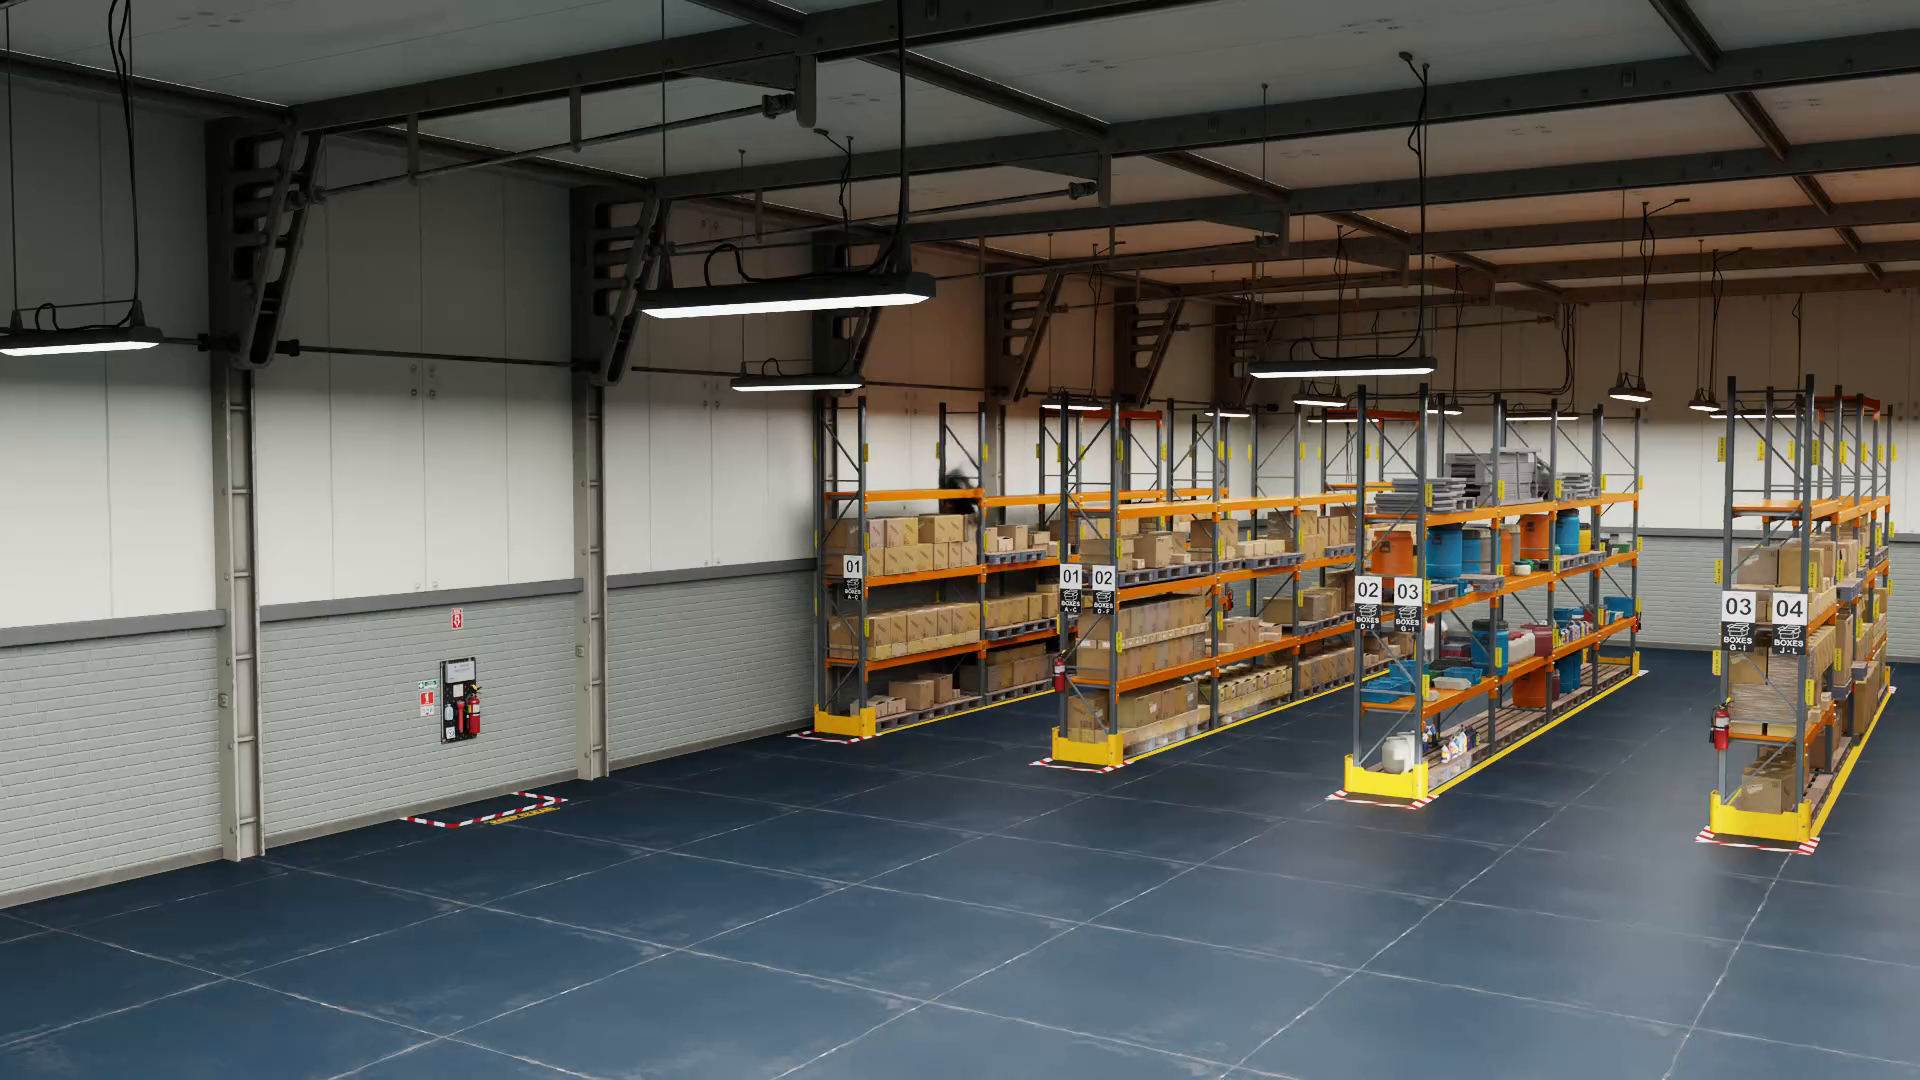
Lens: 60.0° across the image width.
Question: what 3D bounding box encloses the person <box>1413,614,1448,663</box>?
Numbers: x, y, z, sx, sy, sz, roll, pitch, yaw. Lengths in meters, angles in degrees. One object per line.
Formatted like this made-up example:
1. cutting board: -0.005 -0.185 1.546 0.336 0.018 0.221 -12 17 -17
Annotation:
1. person: 9.797 2.265 34.695 0.700 1.765 0.917 1 3 19
